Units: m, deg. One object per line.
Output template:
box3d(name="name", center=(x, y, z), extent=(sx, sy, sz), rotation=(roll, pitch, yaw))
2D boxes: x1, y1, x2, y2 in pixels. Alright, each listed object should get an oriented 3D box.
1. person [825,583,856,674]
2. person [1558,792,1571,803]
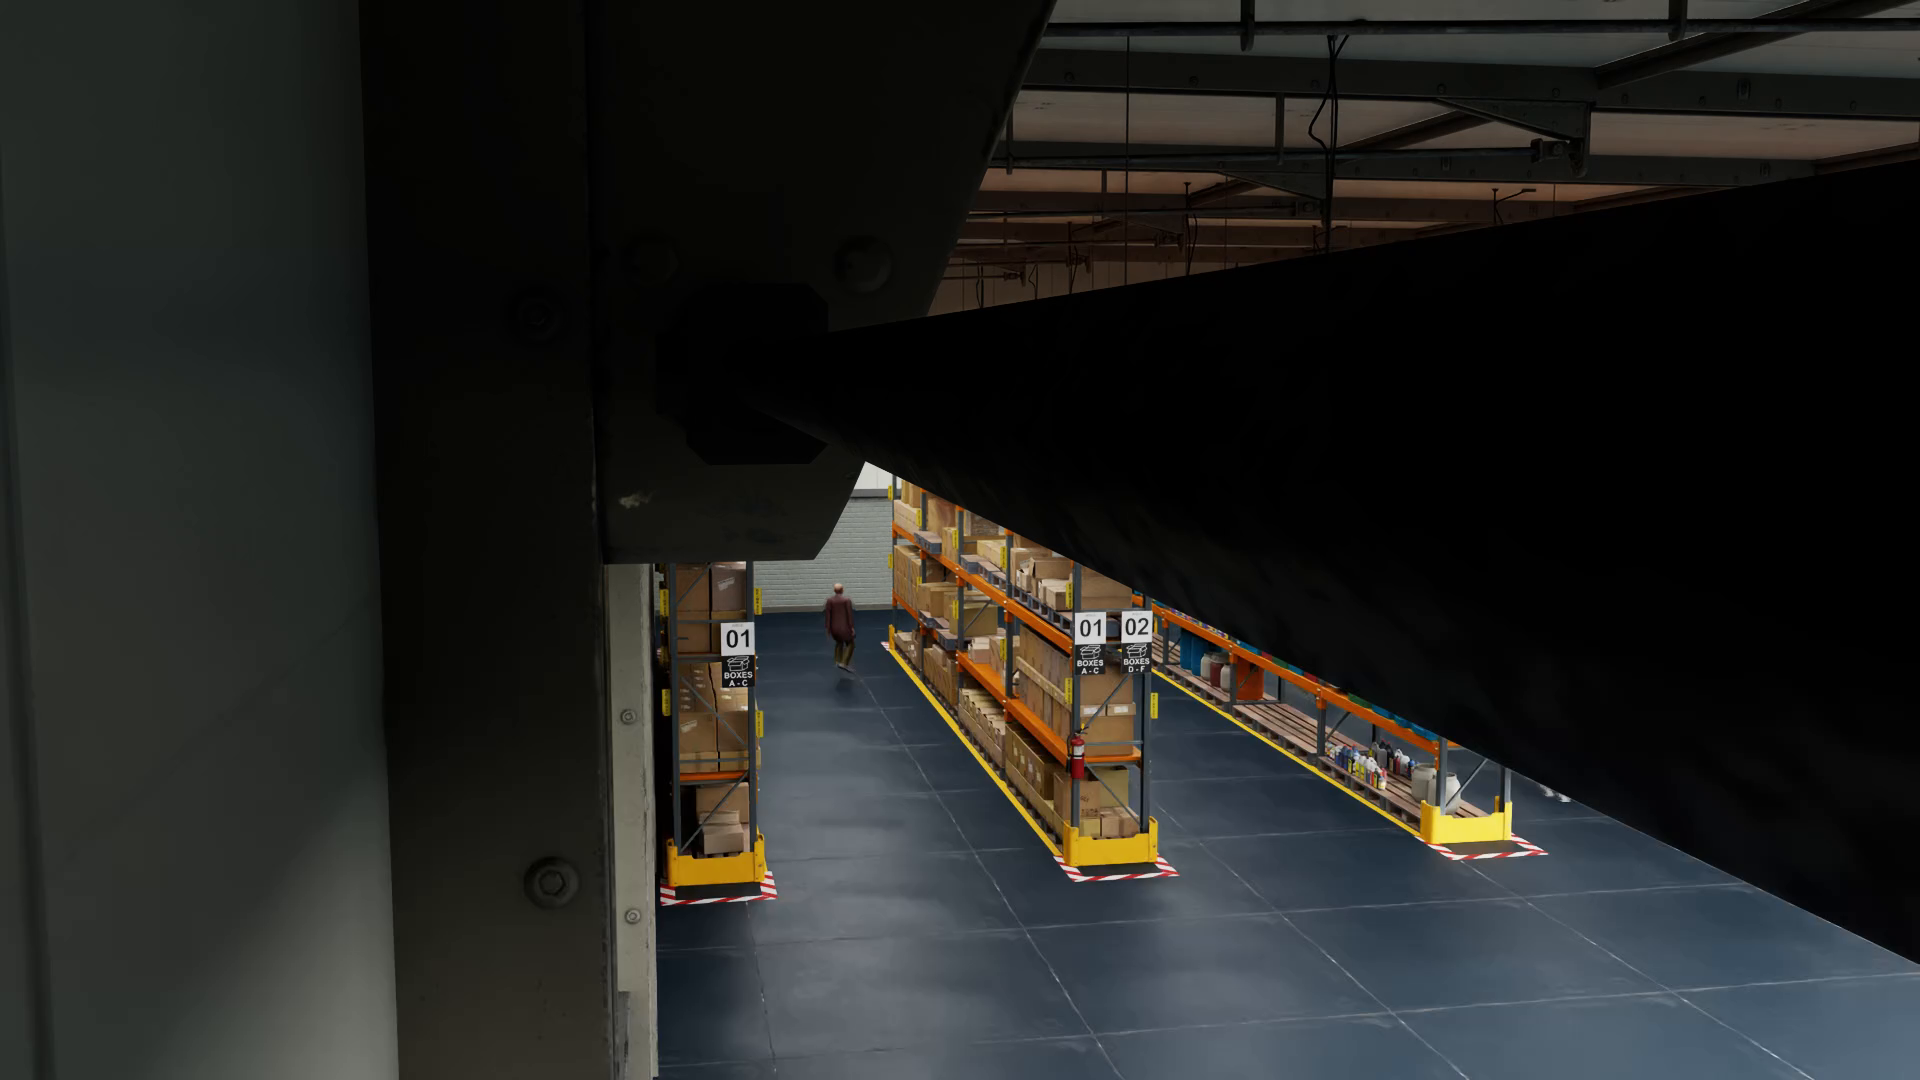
box3d(name="person", center=(-2.357, 1.786, 32.740), extent=(0.626, 1.660, 0.608), rotation=(2, 7, 19))
box3d(name="person", center=(8.689, 2.896, 24.097), extent=(0.620, 1.692, 0.835), rotation=(0, 6, 4))
